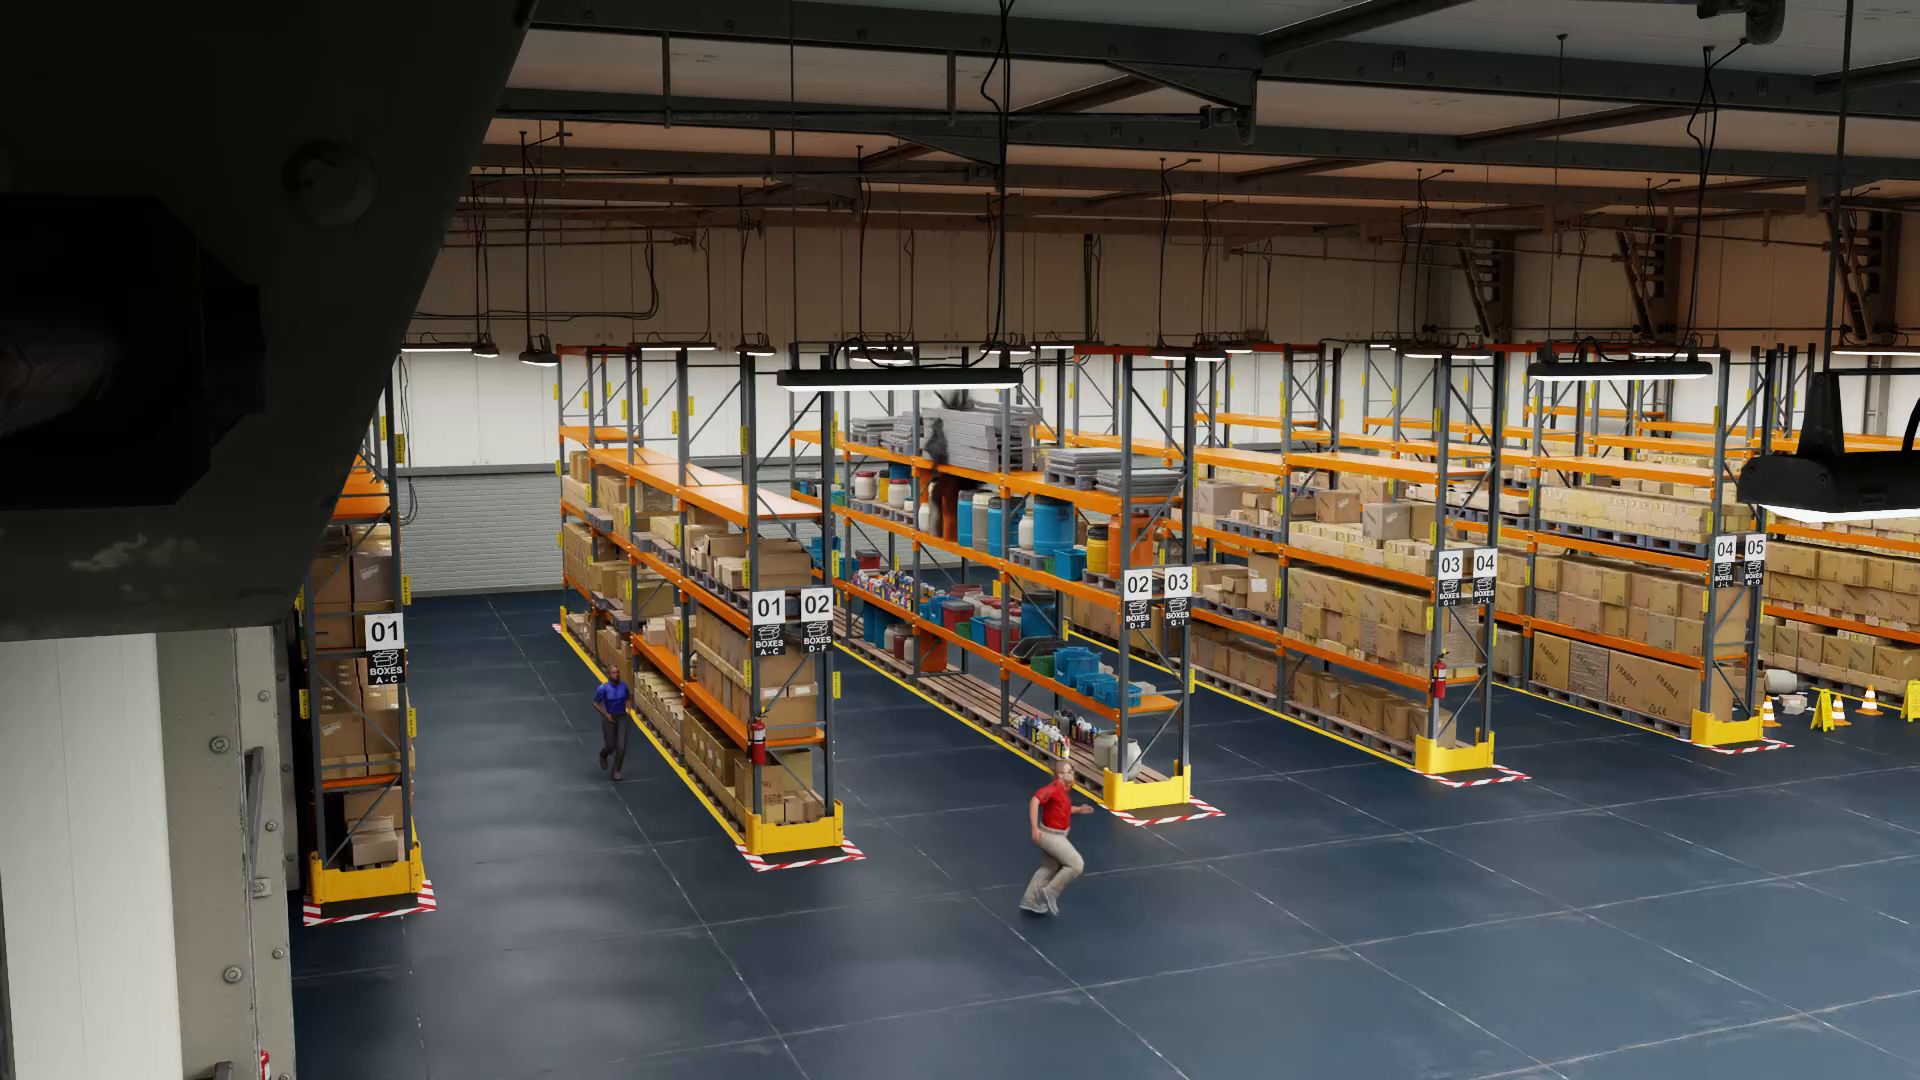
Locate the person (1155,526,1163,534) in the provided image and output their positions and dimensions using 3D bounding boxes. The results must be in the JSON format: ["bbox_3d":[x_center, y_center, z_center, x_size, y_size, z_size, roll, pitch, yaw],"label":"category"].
[{"bbox_3d":[4.647,0.514,39.399,0.567,1.633,0.739,-1,7,-11],"label":"person"}]

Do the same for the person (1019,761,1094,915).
[{"bbox_3d":[1.042,3.211,17.906,0.791,1.681,0.699,1,7,9],"label":"person"}]

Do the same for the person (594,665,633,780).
[{"bbox_3d":[-4.888,2.555,23.509,0.562,1.609,0.589,-5,9,-32],"label":"person"}]
